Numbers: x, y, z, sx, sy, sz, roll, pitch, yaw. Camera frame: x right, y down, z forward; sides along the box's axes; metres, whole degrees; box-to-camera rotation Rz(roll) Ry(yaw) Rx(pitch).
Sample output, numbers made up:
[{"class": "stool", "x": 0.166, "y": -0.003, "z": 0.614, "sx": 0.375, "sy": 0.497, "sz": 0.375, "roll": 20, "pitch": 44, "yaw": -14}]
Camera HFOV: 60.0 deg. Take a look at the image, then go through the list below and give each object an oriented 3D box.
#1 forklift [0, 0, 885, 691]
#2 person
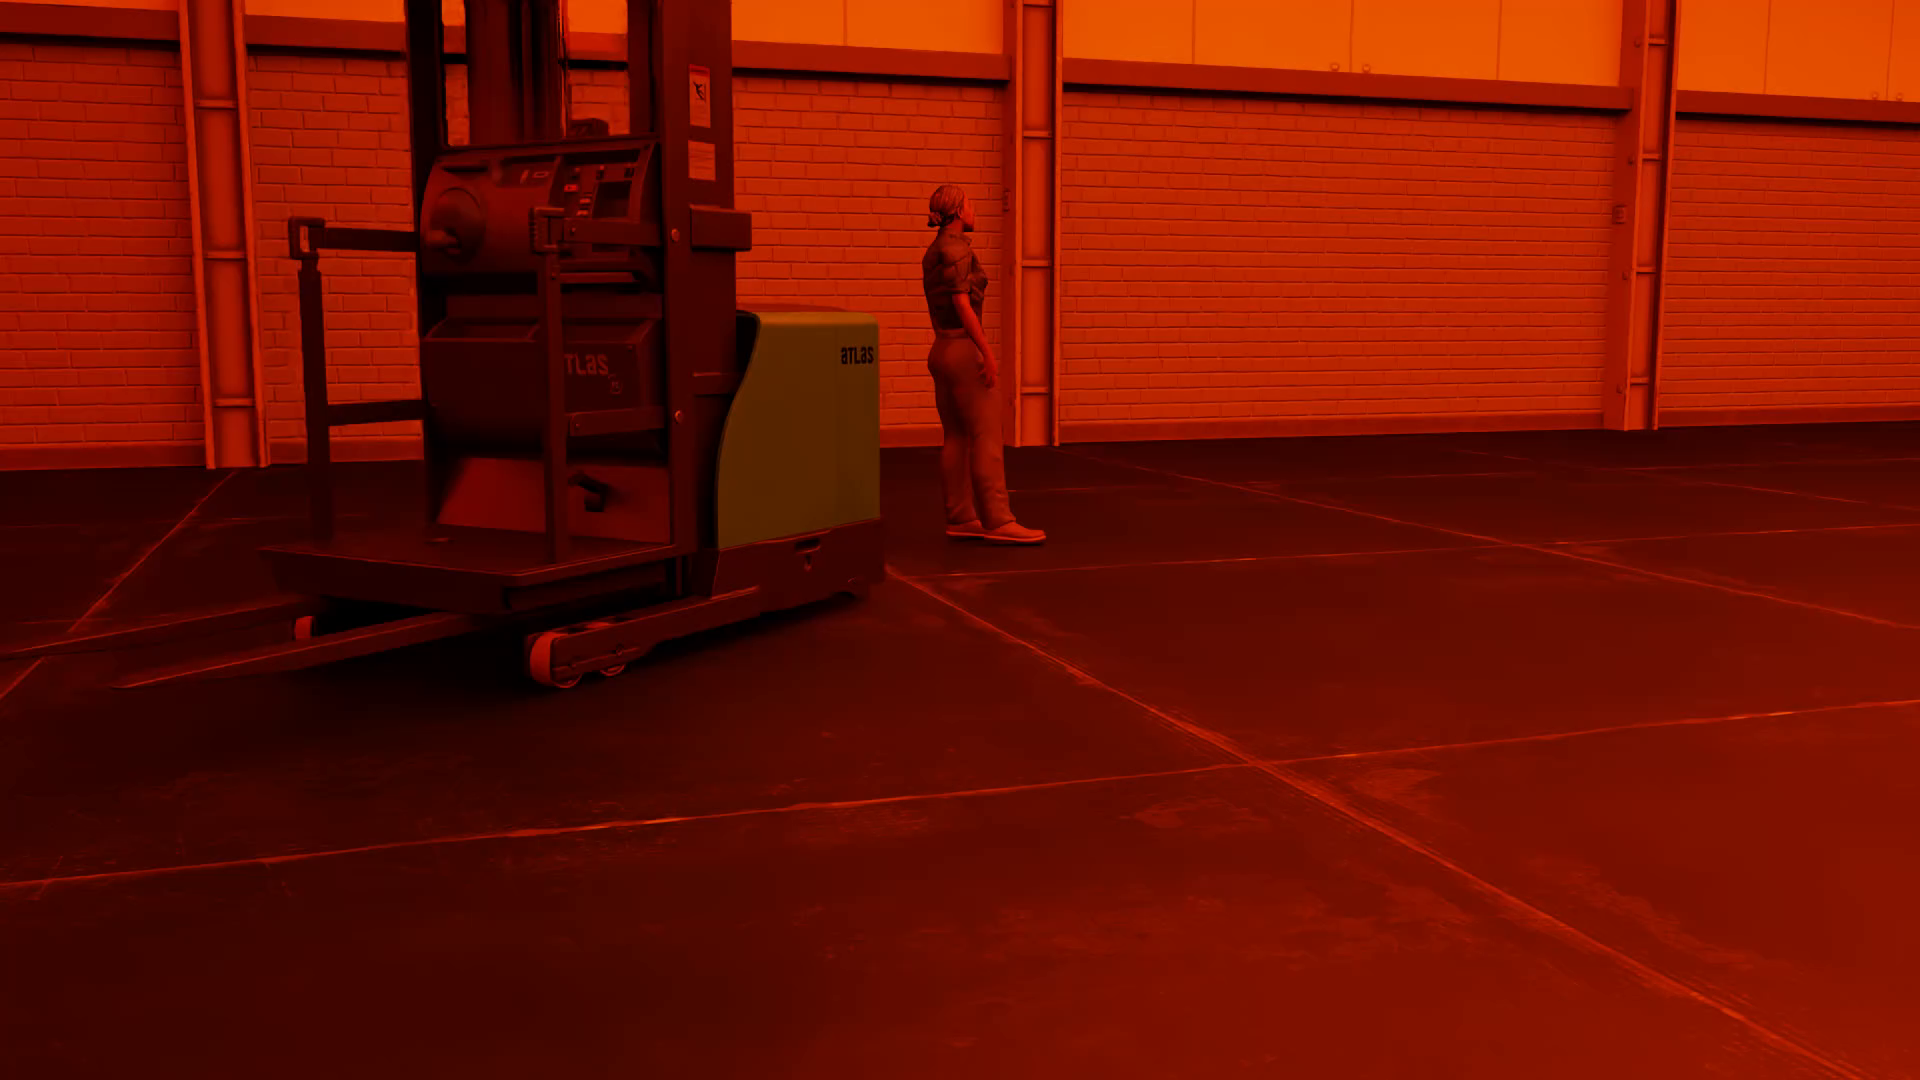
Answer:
[{"class": "forklift", "x": -1.451, "y": -1.094, "z": 5.088, "sx": 1.130, "sy": 2.935, "sz": 3.031, "roll": 4, "pitch": 9, "yaw": 29}, {"class": "person", "x": 0.089, "y": -0.822, "z": 7.822, "sx": 0.503, "sy": 1.644, "sz": 0.570, "roll": -3, "pitch": 8, "yaw": -18}]
